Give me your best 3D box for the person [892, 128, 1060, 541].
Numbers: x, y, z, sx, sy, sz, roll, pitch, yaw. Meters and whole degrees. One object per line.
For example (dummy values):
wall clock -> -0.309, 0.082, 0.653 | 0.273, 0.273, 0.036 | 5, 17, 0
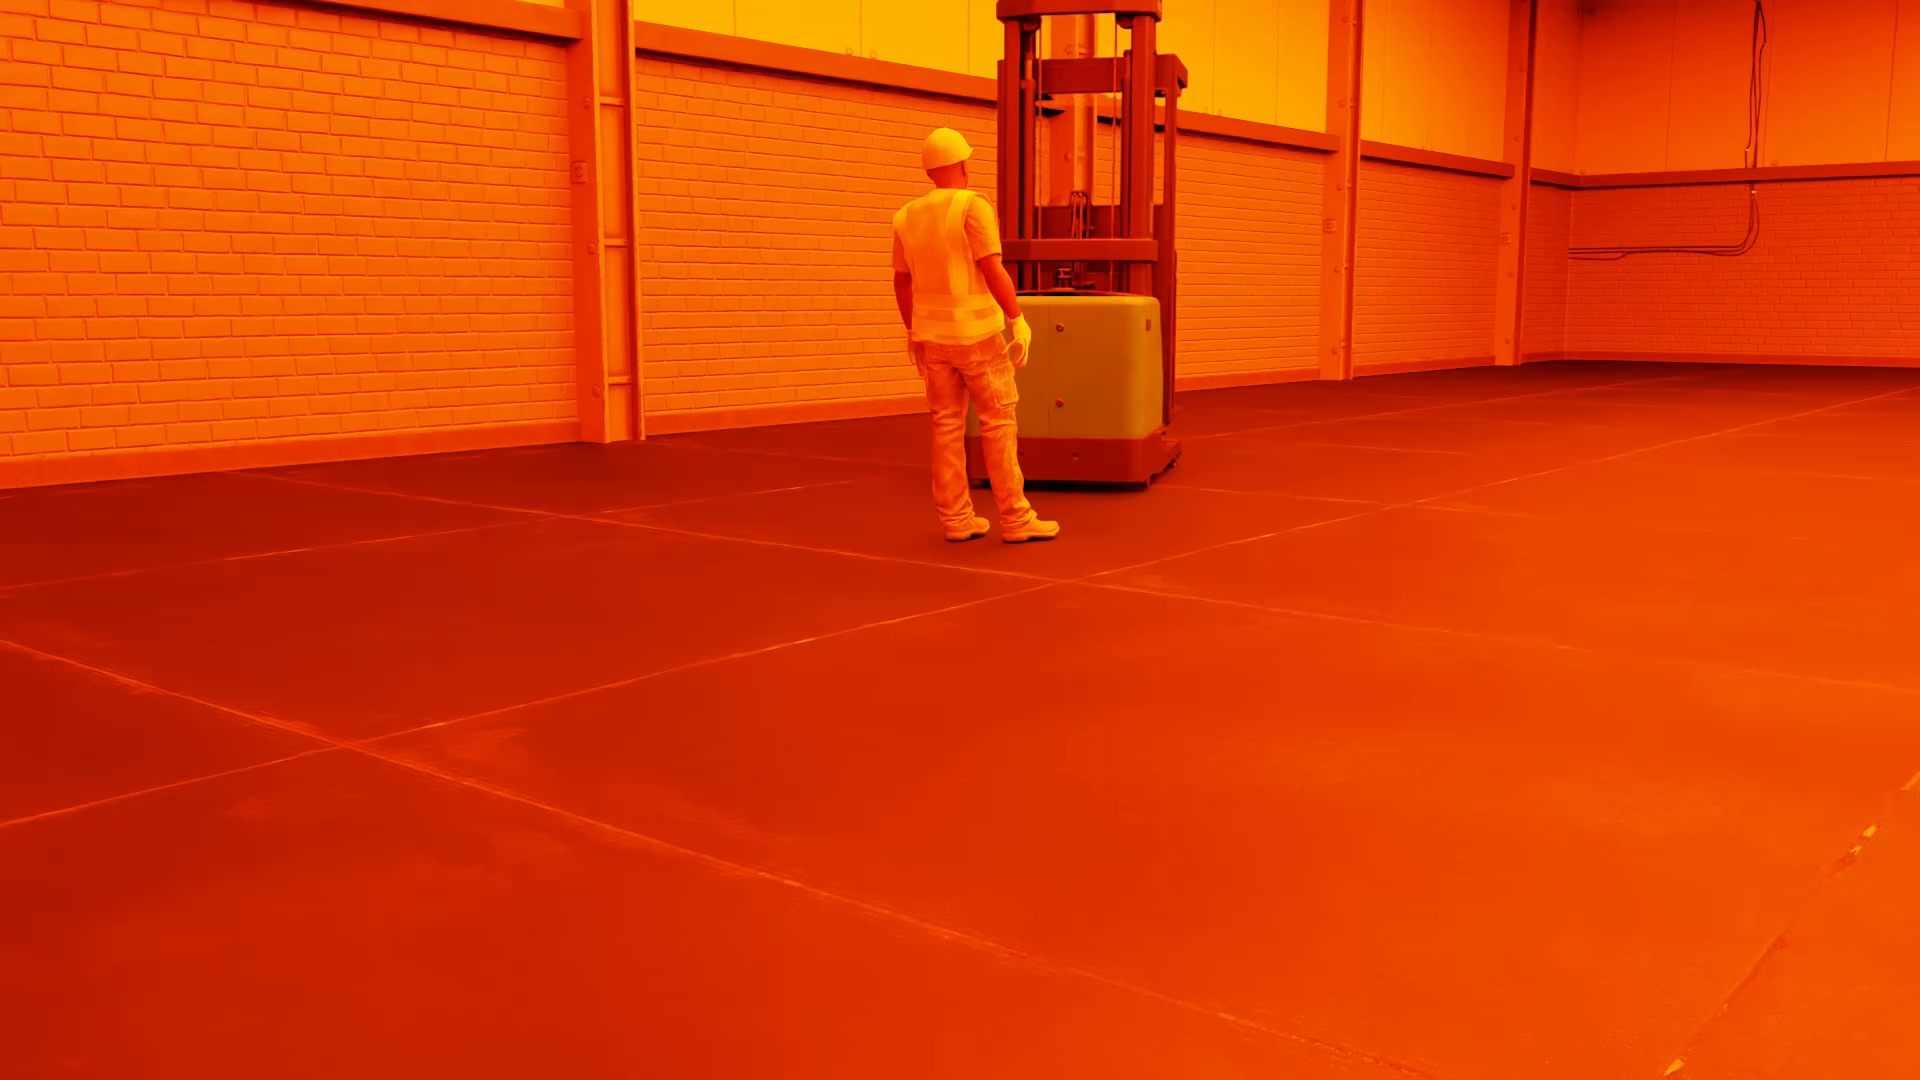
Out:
person -> 0.052, -0.897, 7.324 | 0.656, 1.782, 0.577 | 7, 11, 38

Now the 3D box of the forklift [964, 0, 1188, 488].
forklift -> 0.821, -1.919, 10.398 | 1.130, 2.935, 3.031 | 2, 9, 13
